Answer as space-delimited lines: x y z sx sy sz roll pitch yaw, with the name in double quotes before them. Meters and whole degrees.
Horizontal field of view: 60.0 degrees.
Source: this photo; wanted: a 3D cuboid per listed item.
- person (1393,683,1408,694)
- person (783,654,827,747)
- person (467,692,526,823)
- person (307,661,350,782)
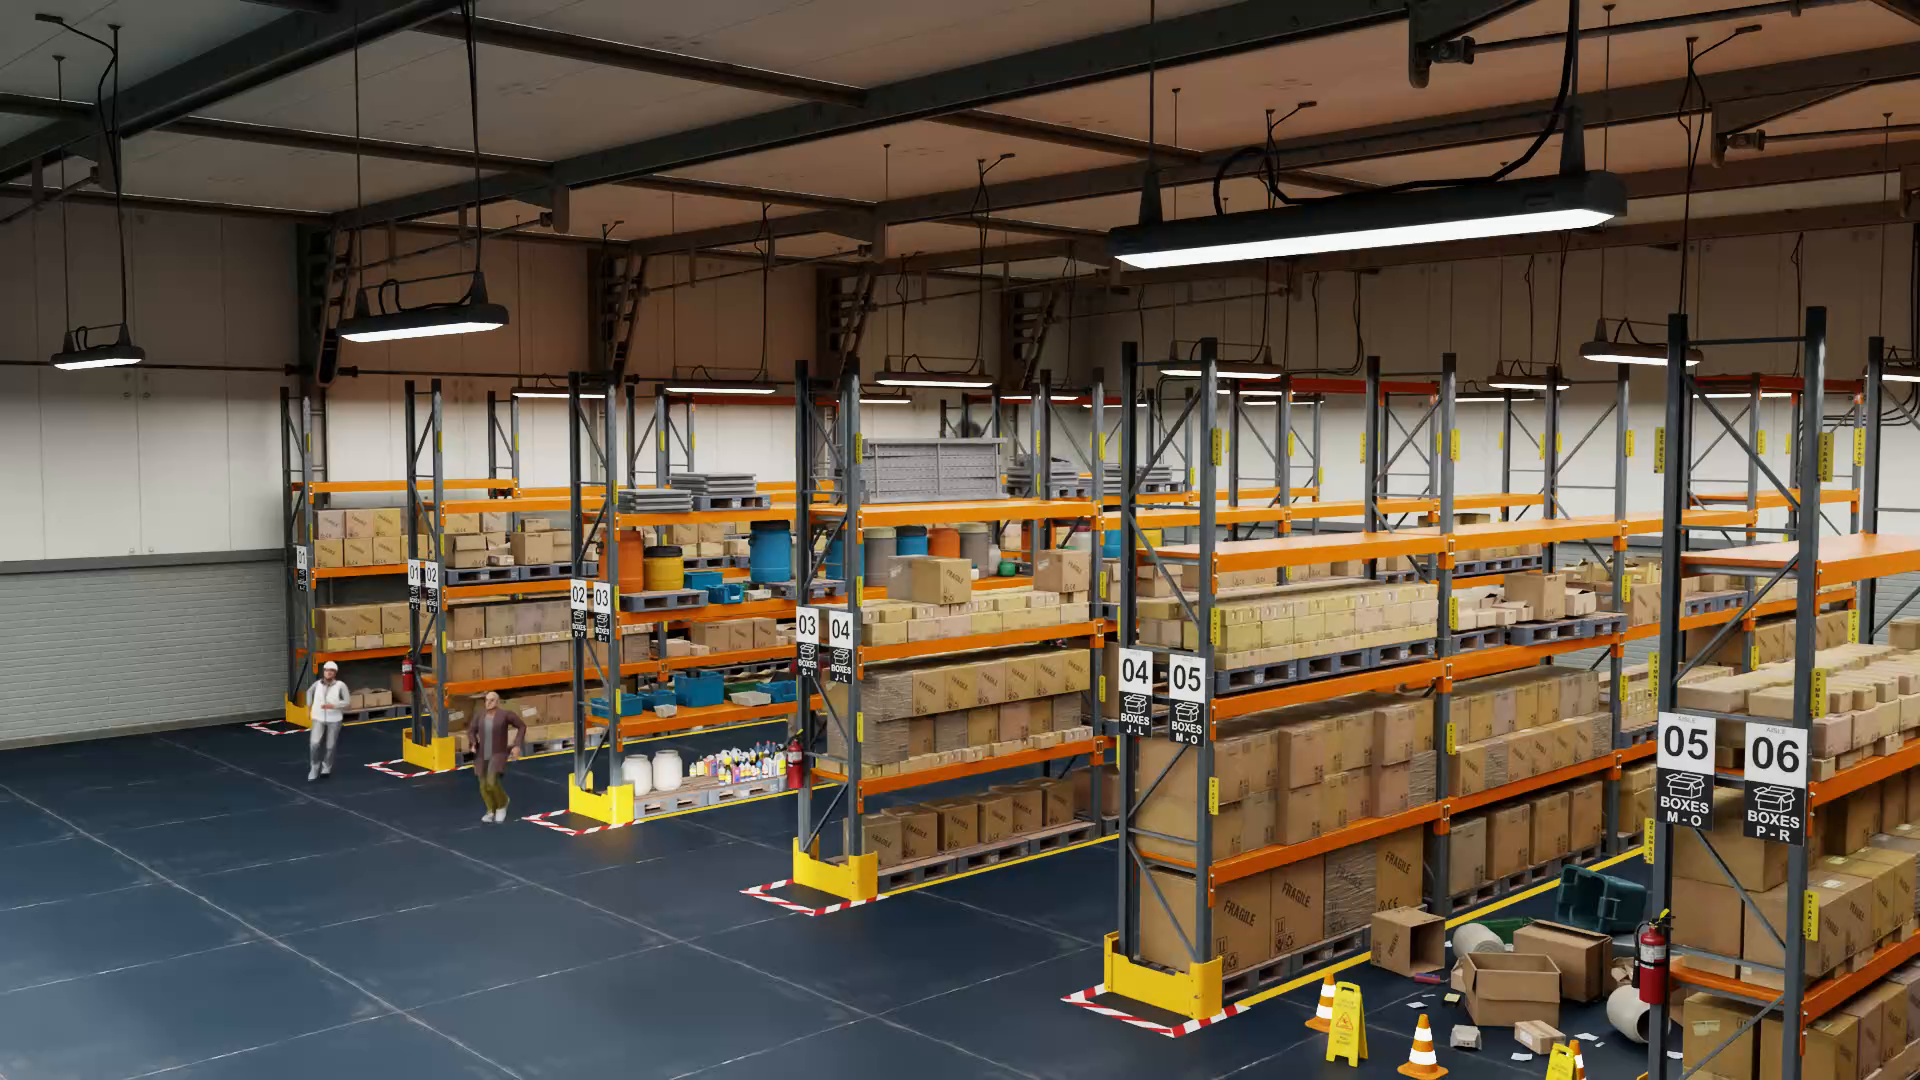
"person" 6.305 2.841 23.819 0.533 1.613 0.823 3 5 42
"person" -2.600 2.533 27.687 0.662 1.745 0.975 2 4 34
"person" -6.187 2.890 22.015 0.752 1.767 0.640 1 4 10
"person" -9.455 2.696 24.897 0.644 1.772 0.685 -1 4 -15
